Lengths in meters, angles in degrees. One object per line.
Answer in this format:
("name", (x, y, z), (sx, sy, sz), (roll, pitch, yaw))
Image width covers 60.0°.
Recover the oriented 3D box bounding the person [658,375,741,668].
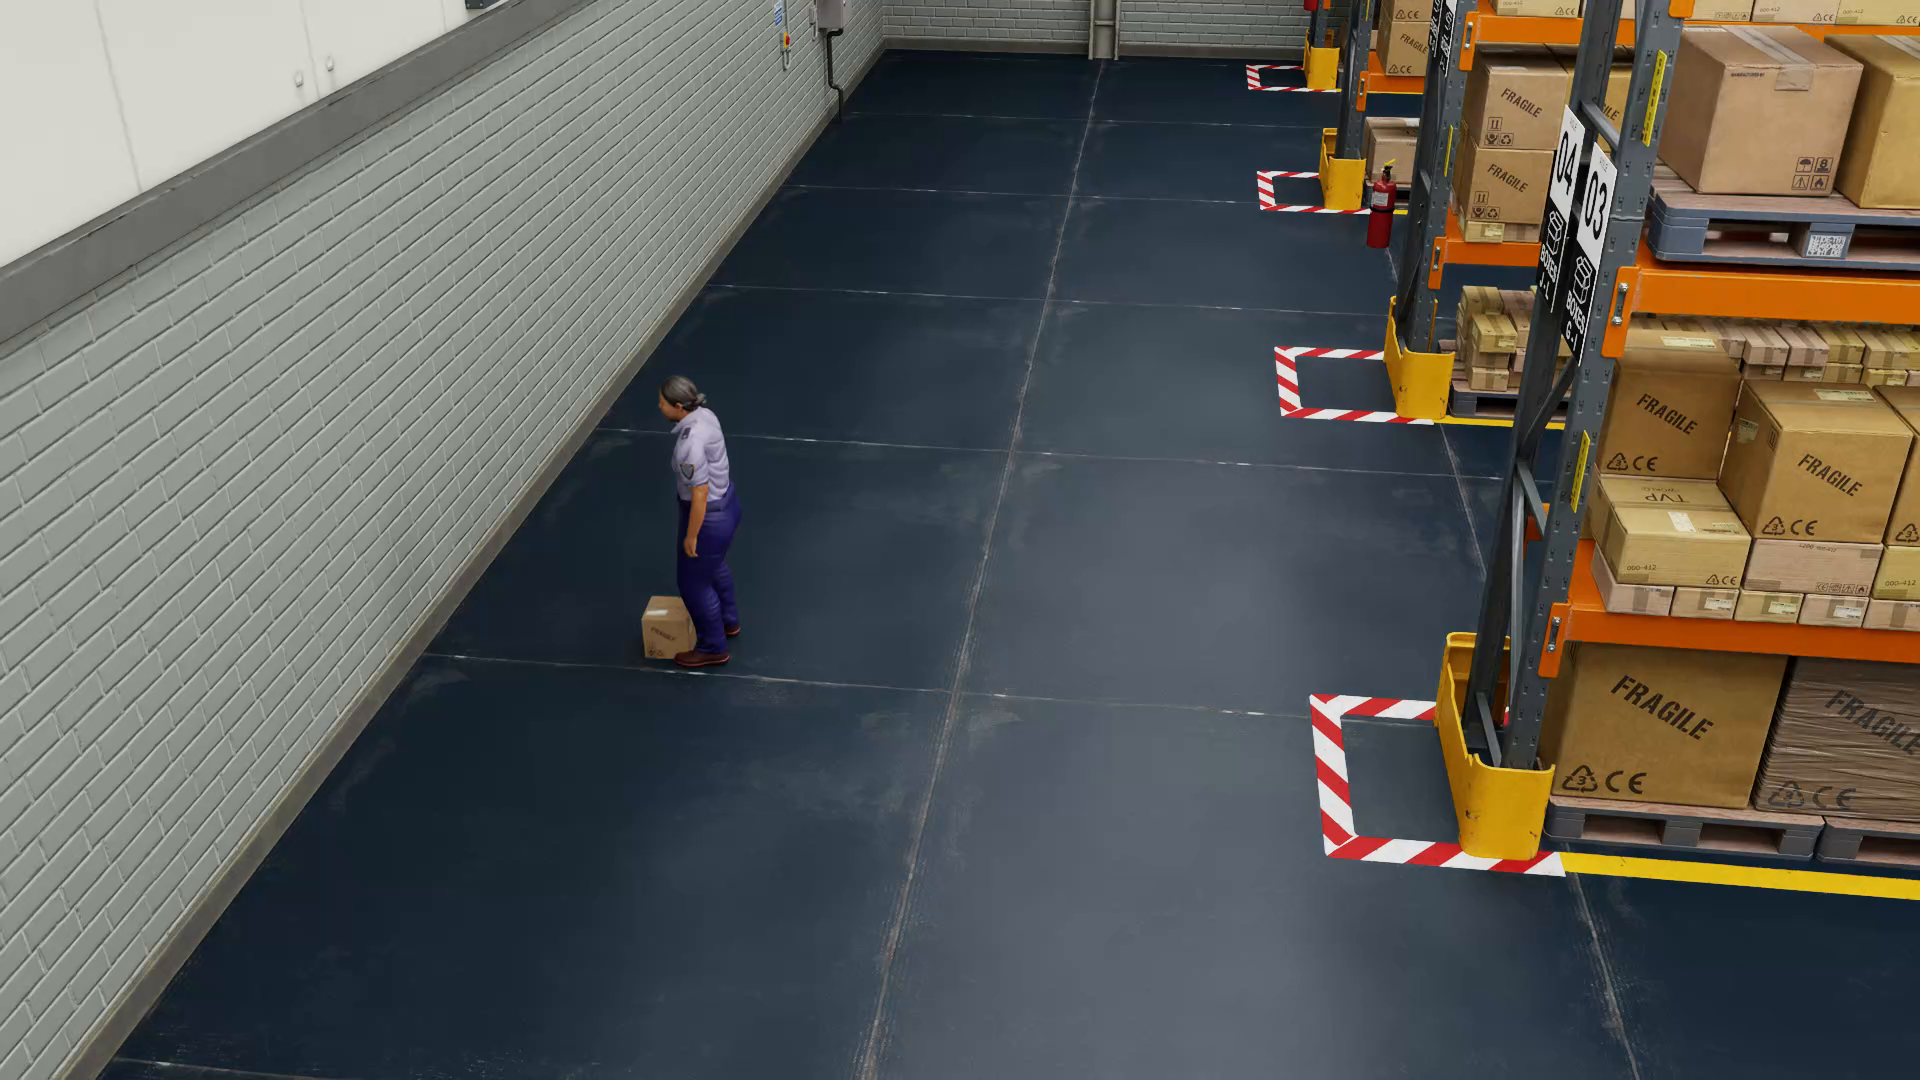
("person", (-1.369, -0.121, 8.856), (0.375, 1.650, 0.548), (2, 29, 4))
